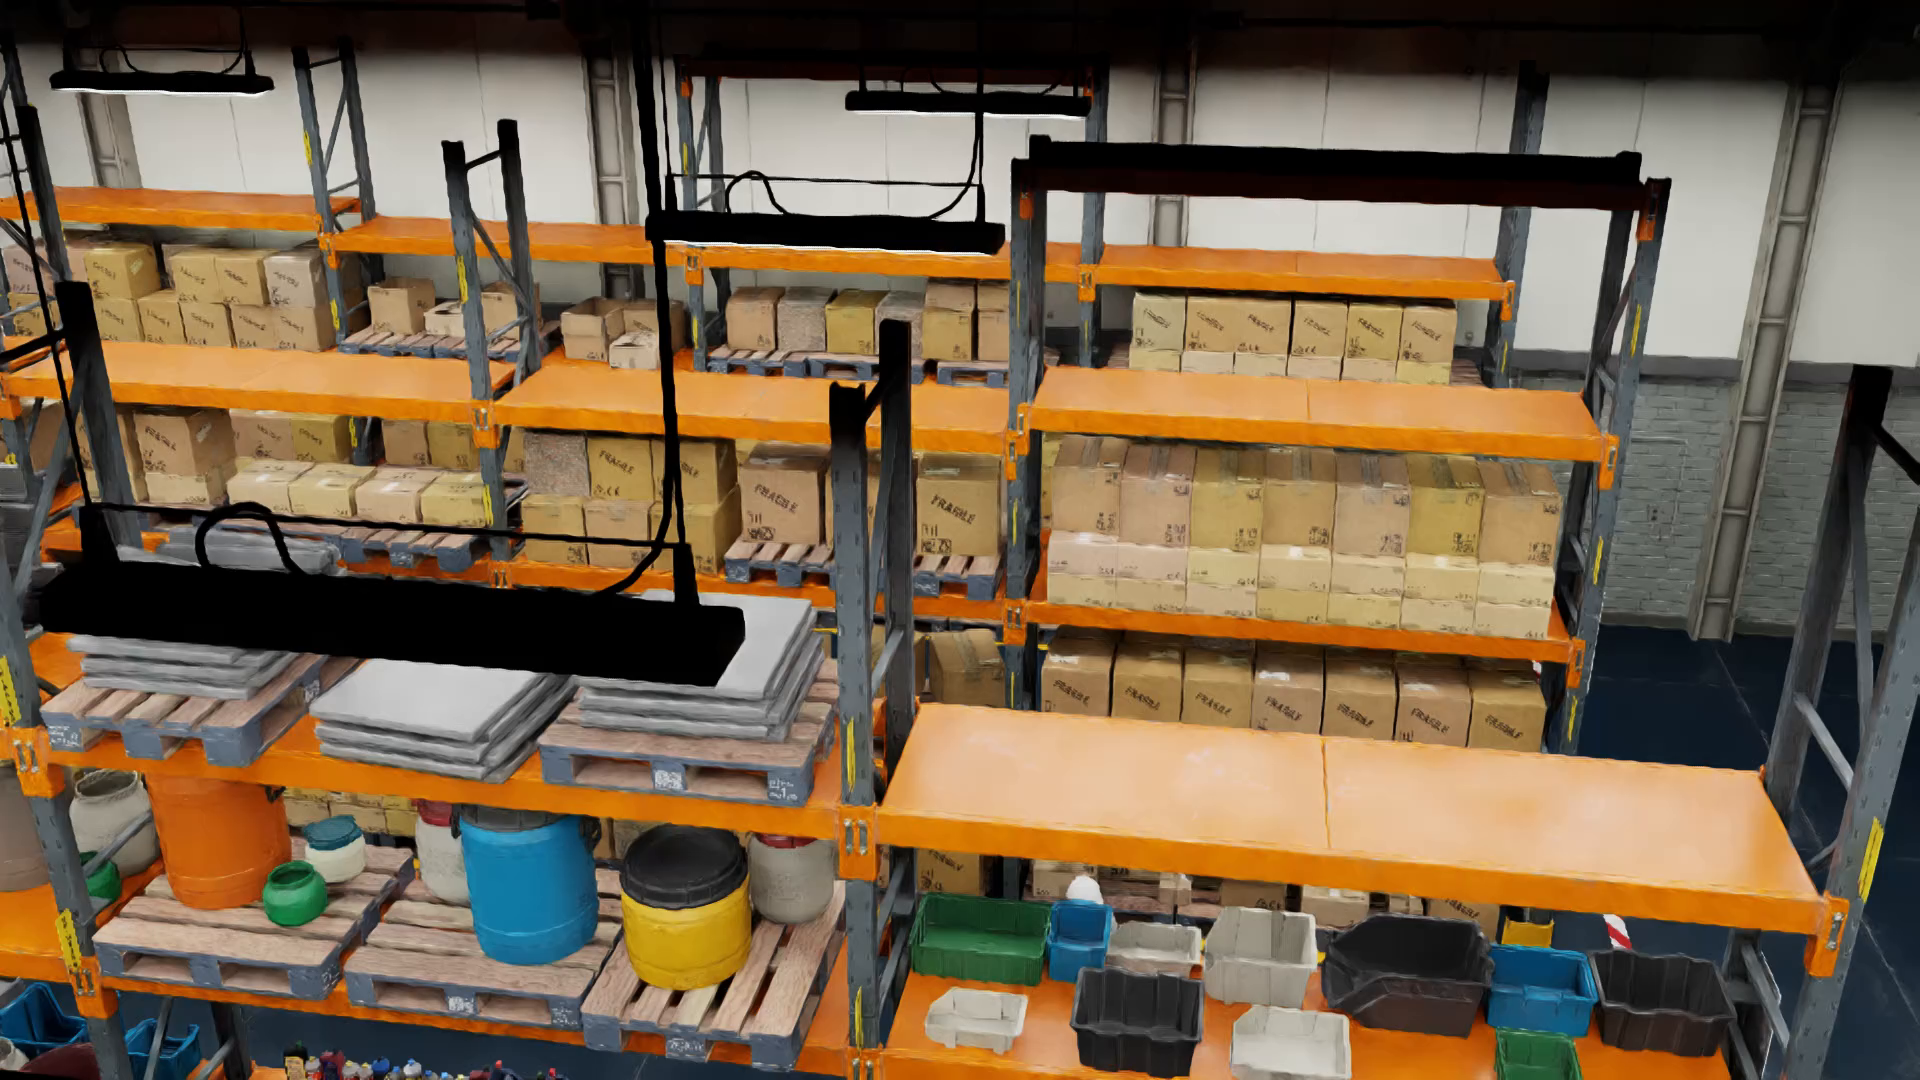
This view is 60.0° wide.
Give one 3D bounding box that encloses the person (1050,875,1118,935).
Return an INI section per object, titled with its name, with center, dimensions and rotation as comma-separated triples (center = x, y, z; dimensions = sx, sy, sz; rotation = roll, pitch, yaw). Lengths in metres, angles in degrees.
[person]
center = 0.809, 3.001, 10.965
dimensions = 0.634, 1.789, 0.471
rotation = -4, 23, -10
